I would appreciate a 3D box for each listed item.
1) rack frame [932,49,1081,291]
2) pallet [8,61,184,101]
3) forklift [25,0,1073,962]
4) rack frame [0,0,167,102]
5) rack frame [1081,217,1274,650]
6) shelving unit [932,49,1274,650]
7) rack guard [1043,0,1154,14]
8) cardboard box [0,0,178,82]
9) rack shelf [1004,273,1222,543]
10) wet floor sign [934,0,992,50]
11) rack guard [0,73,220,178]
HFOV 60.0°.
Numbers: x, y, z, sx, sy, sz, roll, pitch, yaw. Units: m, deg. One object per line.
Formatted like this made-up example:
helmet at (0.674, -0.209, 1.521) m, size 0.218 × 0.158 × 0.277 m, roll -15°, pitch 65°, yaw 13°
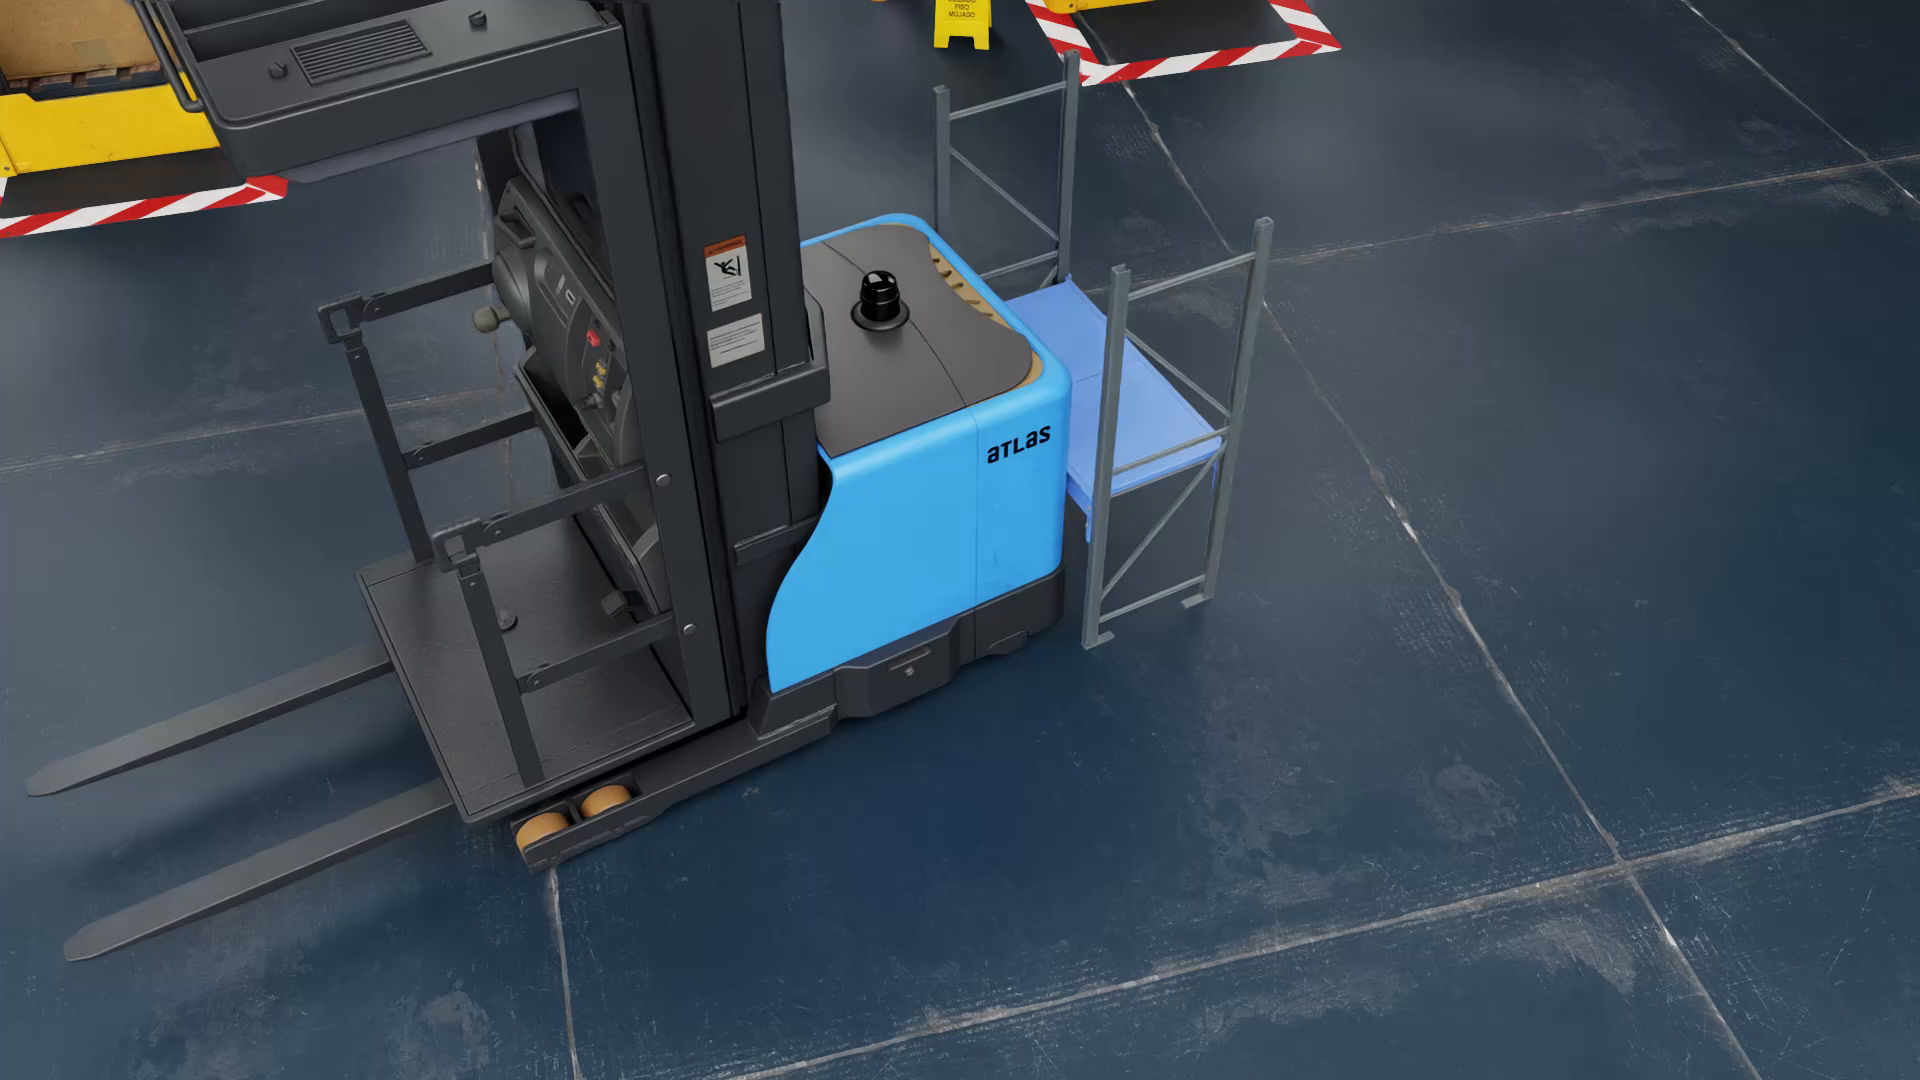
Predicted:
rack frame at (0.145, -0.901, 5.583) m, size 0.500 × 1.500 × 0.032 m, roll -21°, pitch 49°, yaw -19°
pallet at (-4.037, -2.436, 7.990) m, size 1.003 × 0.211 × 1.213 m, roll -11°, pitch 47°, yaw -10°
forklift at (-1.198, -0.512, 4.200) m, size 3.031 × 2.935 × 1.130 m, roll -22°, pitch 50°, yaw -21°
rack frame at (-3.757, -2.875, 6.467) m, size 1.000 × 3.000 × 0.127 m, roll -11°, pitch 47°, yaw -10°
rack frame at (0.622, -0.260, 4.954) m, size 0.500 × 1.500 × 0.032 m, roll -21°, pitch 49°, yaw -19°
shelving unit at (0.383, -0.580, 5.269) m, size 0.538 × 1.500 × 1.048 m, roll -21°, pitch 49°, yaw -19°
rack guard at (0.983, -3.027, 8.367) m, size 1.175 × 0.500 × 0.348 m, roll -11°, pitch 47°, yaw -10°
cardboard box at (-3.995, -2.734, 7.523) m, size 0.875 × 0.875 × 0.875 m, roll -10°, pitch 47°, yaw -10°
rack shelf at (0.383, -0.455, 5.397) m, size 0.538 × 0.185 × 1.000 m, roll -21°, pitch 49°, yaw -19°
wet floor sign at (0.016, -2.699, 7.943) m, size 0.267 × 0.644 × 0.232 m, roll 4°, pitch 46°, yaw 4°
rack guard at (-3.751, -1.983, 7.344) m, size 1.175 × 0.500 × 0.348 m, roll -11°, pitch 47°, yaw -10°
